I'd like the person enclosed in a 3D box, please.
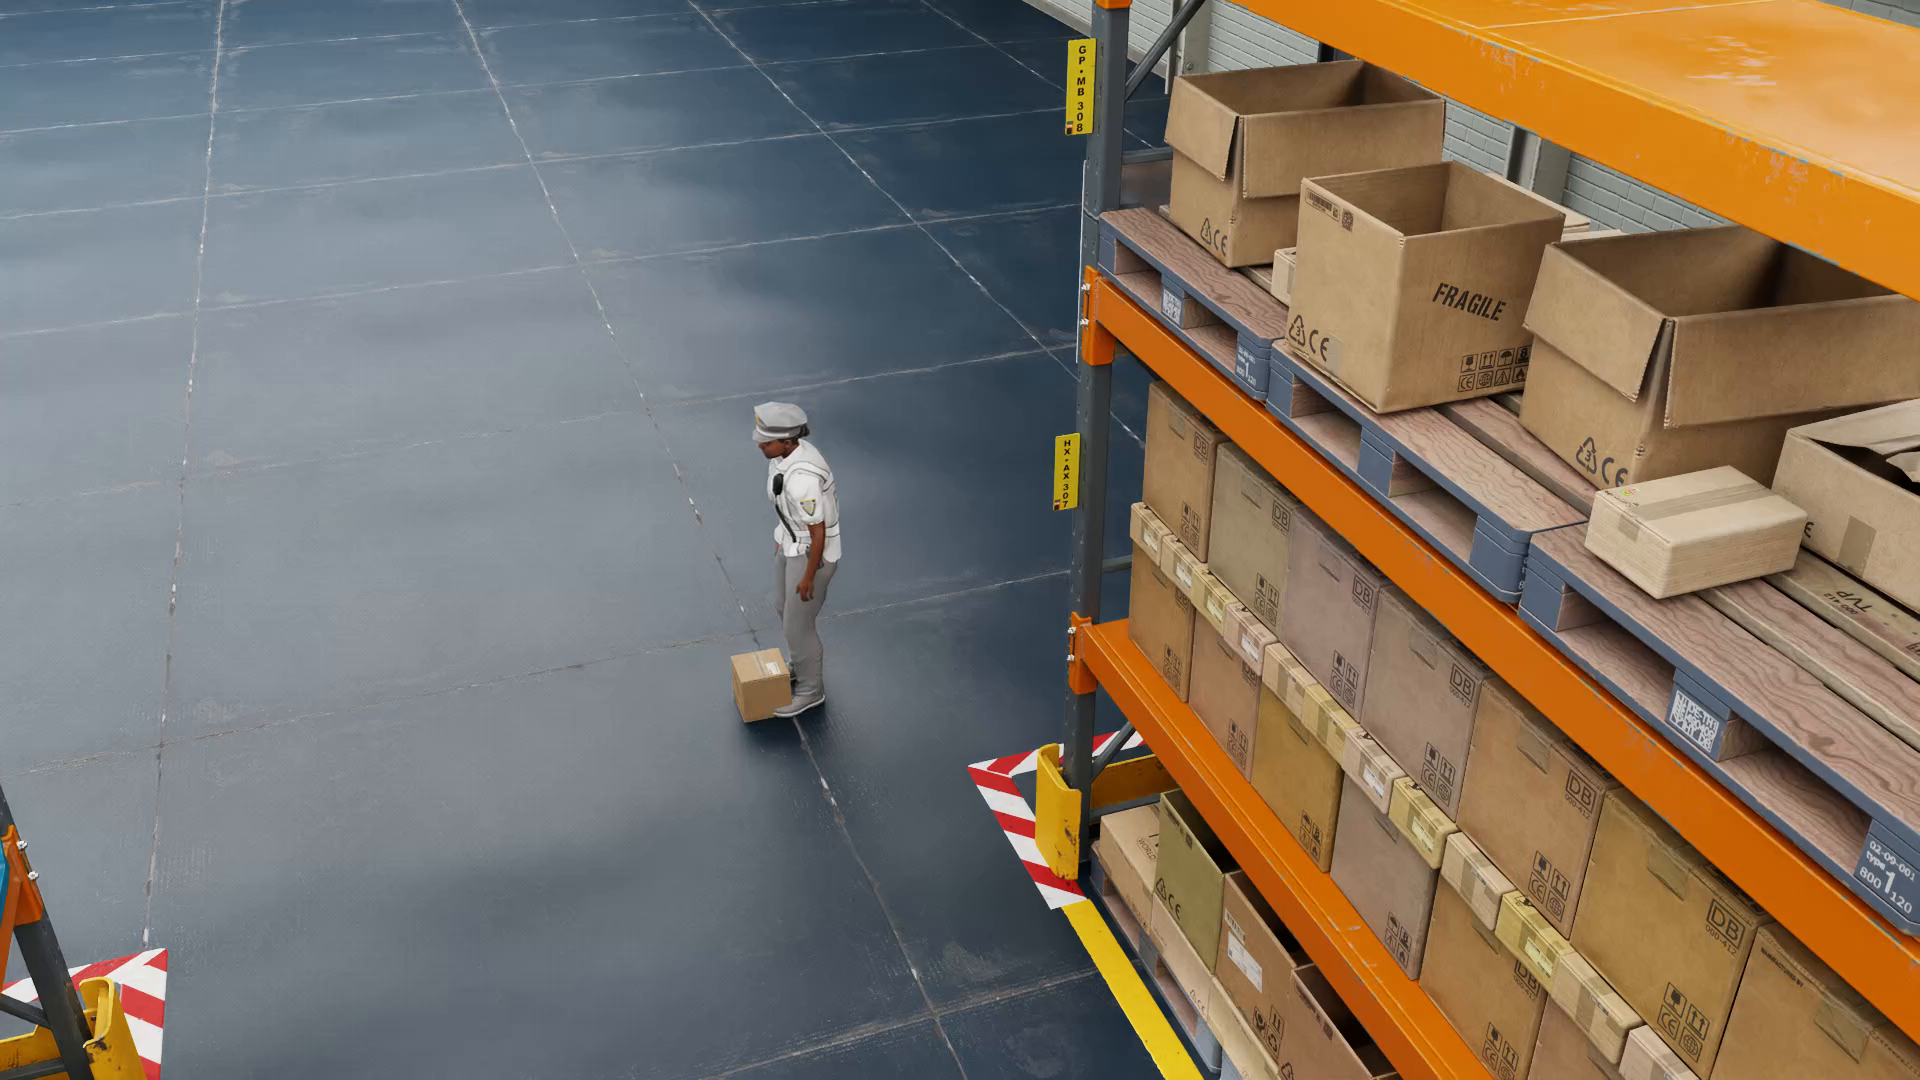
[{"bbox_3d":[-0.807,0.082,8.198,0.423,1.657,0.504,-11,32,-18],"label":"person"}]
